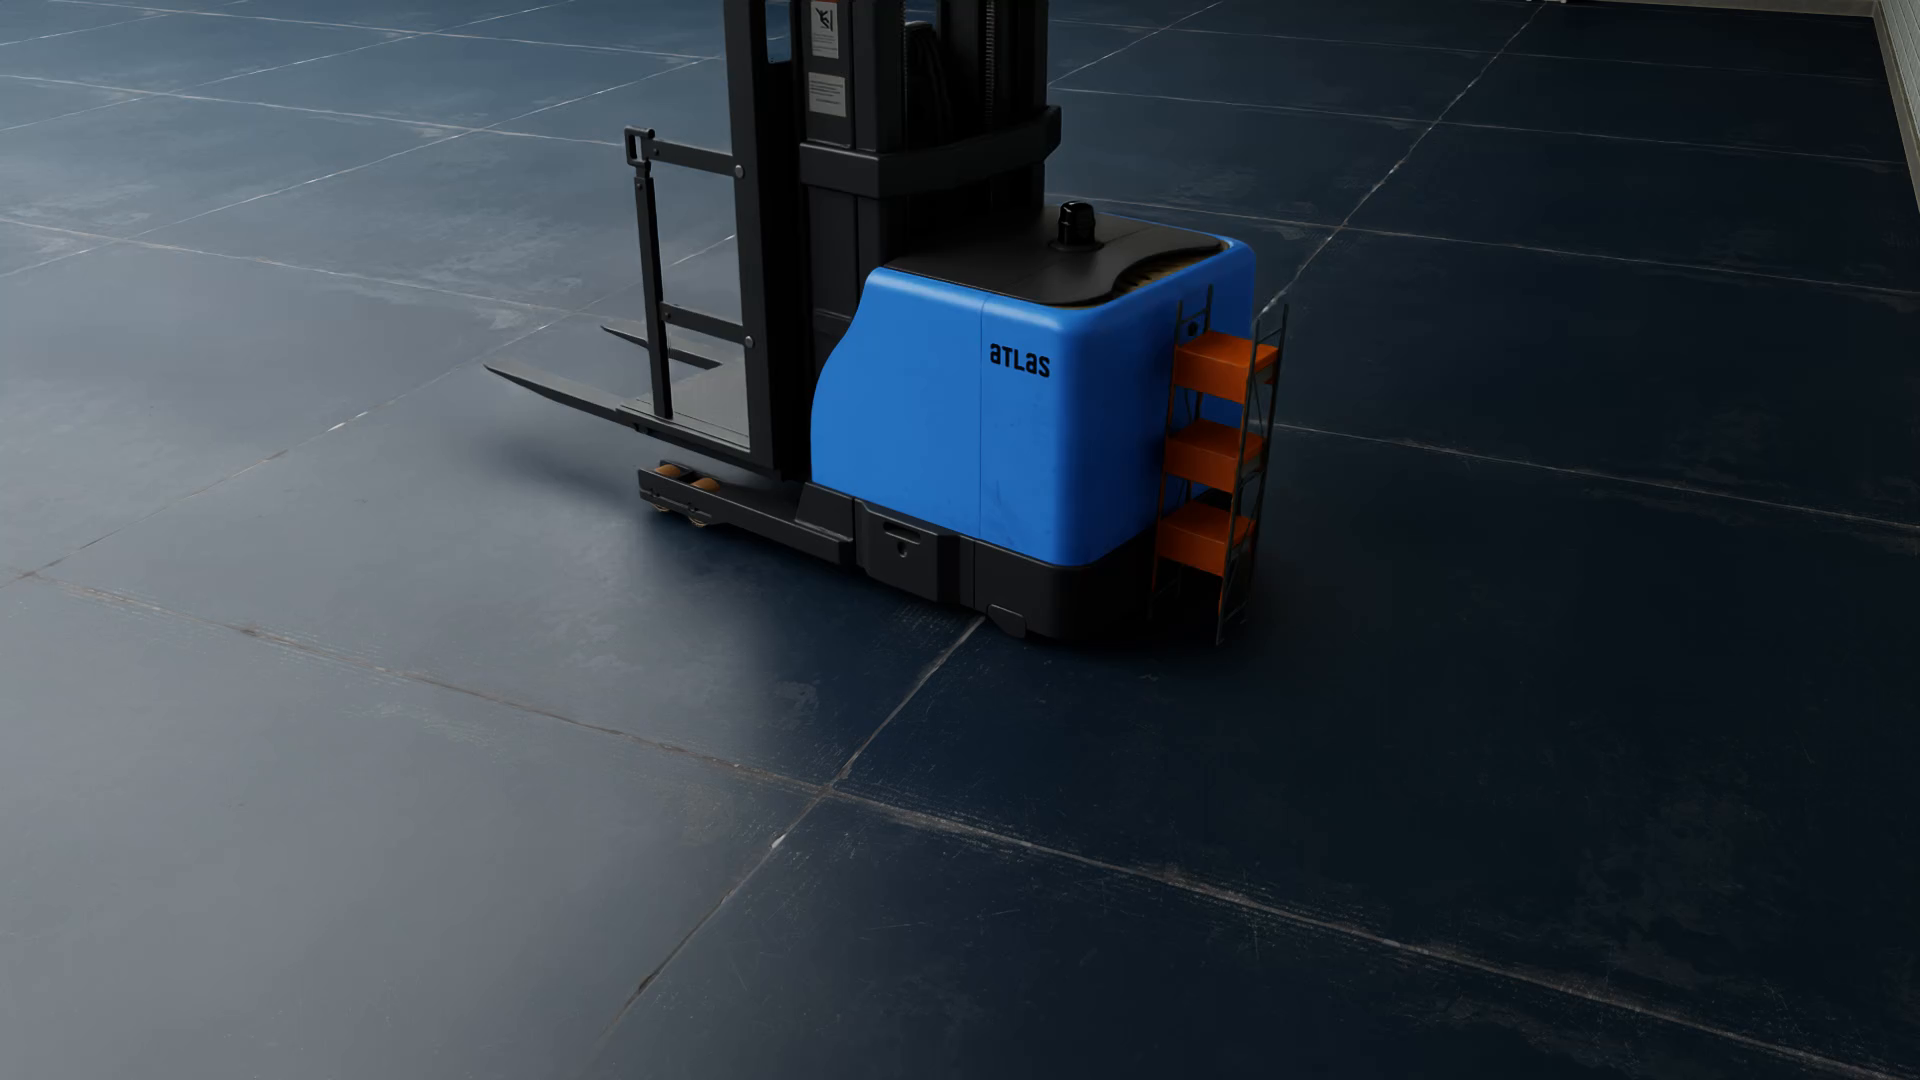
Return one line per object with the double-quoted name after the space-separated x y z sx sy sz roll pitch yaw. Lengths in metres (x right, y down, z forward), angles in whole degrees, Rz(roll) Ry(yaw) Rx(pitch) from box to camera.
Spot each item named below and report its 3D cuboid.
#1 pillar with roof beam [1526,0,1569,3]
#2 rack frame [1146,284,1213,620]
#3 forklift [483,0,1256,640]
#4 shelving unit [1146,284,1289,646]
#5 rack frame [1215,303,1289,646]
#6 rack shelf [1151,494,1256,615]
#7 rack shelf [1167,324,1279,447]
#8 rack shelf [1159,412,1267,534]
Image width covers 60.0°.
4.200 -7.803 11.412 0.400 9.000 9.100 11 28 22 "pillar with roof beam"
0.664 -0.249 5.045 0.008 1.050 0.200 20 32 30 "rack frame"
-0.523 -1.527 5.533 3.031 2.935 1.130 19 32 34 "forklift"
0.763 -0.213 4.984 0.252 1.050 0.215 20 32 30 "shelving unit"
0.862 -0.177 4.922 0.008 1.050 0.200 20 32 30 "rack frame"
0.753 0.042 5.117 0.240 0.259 0.215 20 32 30 "rack shelf"
0.772 -0.455 4.857 0.240 0.259 0.215 20 32 30 "rack shelf"
0.762 -0.204 4.989 0.240 0.259 0.215 20 32 30 "rack shelf"
